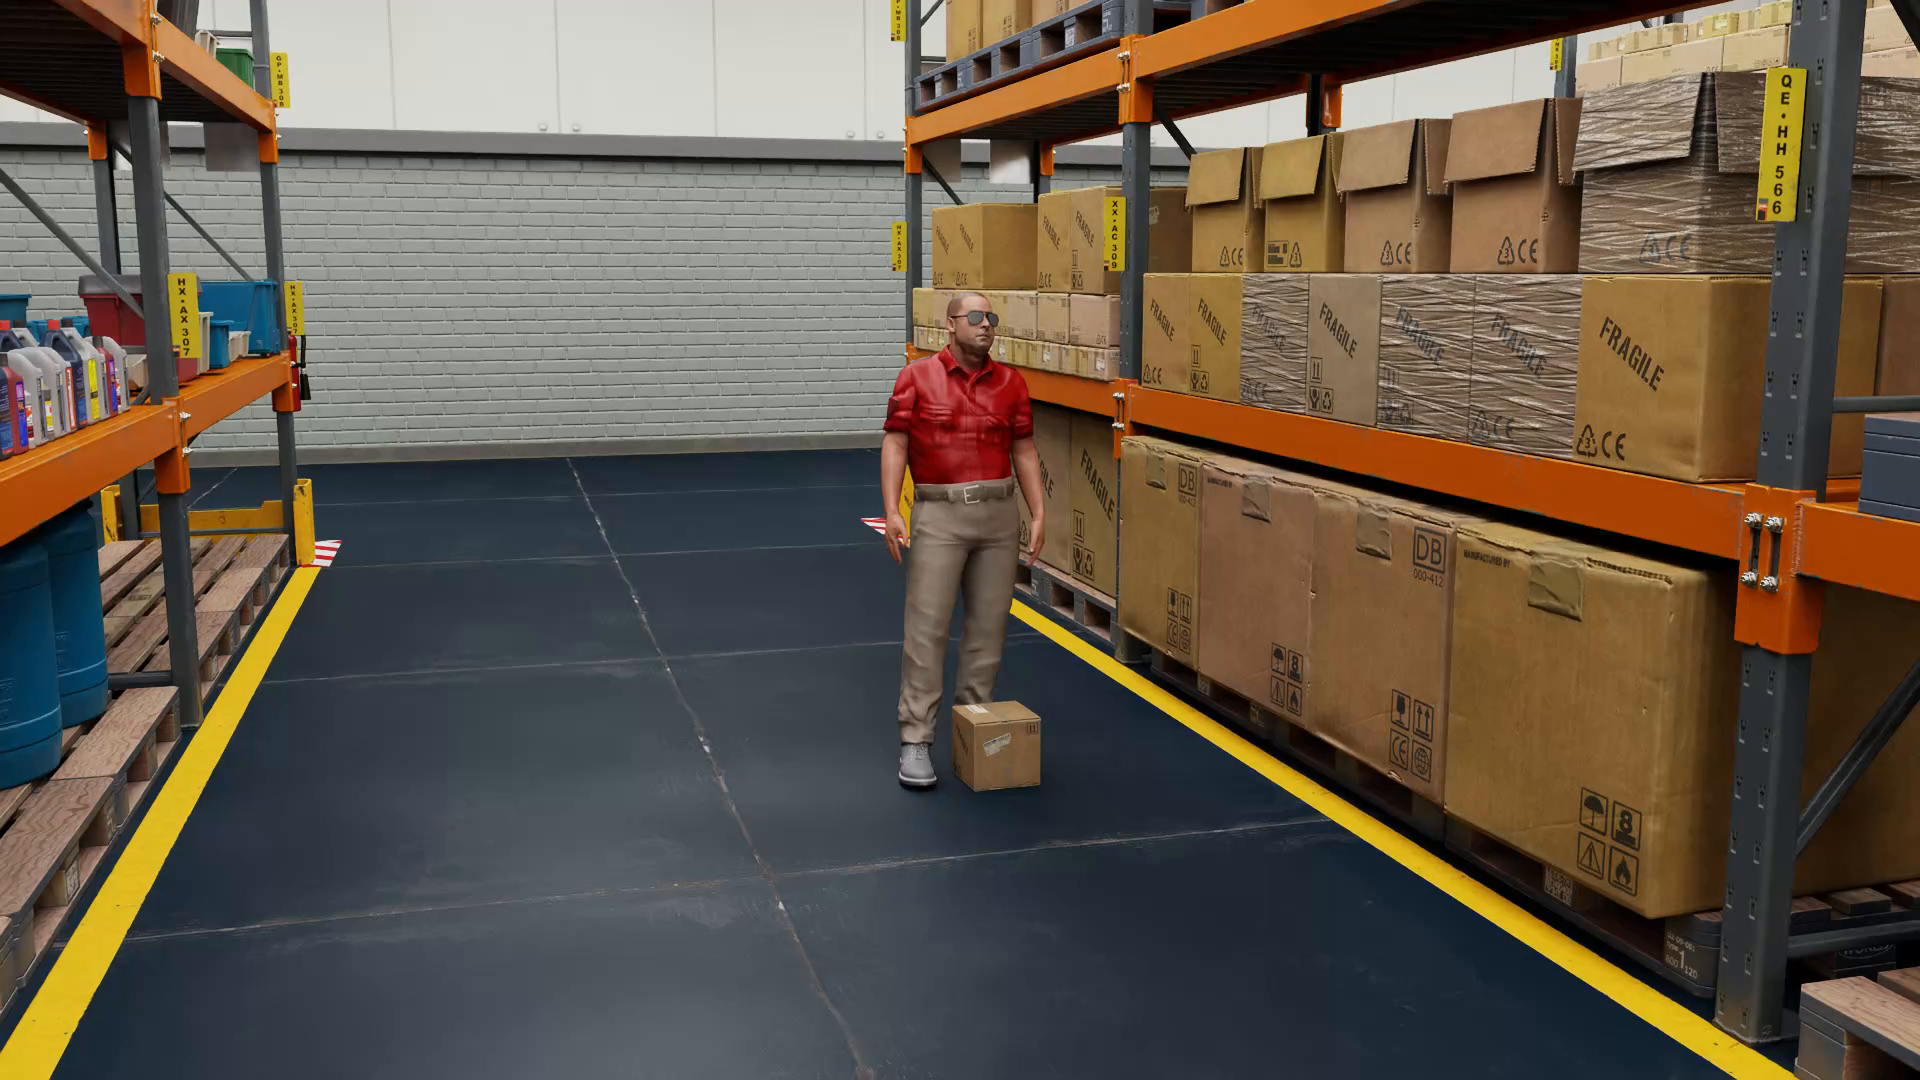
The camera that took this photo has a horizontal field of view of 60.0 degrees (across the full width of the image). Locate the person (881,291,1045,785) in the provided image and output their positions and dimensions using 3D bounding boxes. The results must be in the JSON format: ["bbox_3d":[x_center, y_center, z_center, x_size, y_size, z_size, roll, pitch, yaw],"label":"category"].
[{"bbox_3d":[0.037,-0.029,6.042,0.642,1.729,0.550,-3,10,-18],"label":"person"}]
